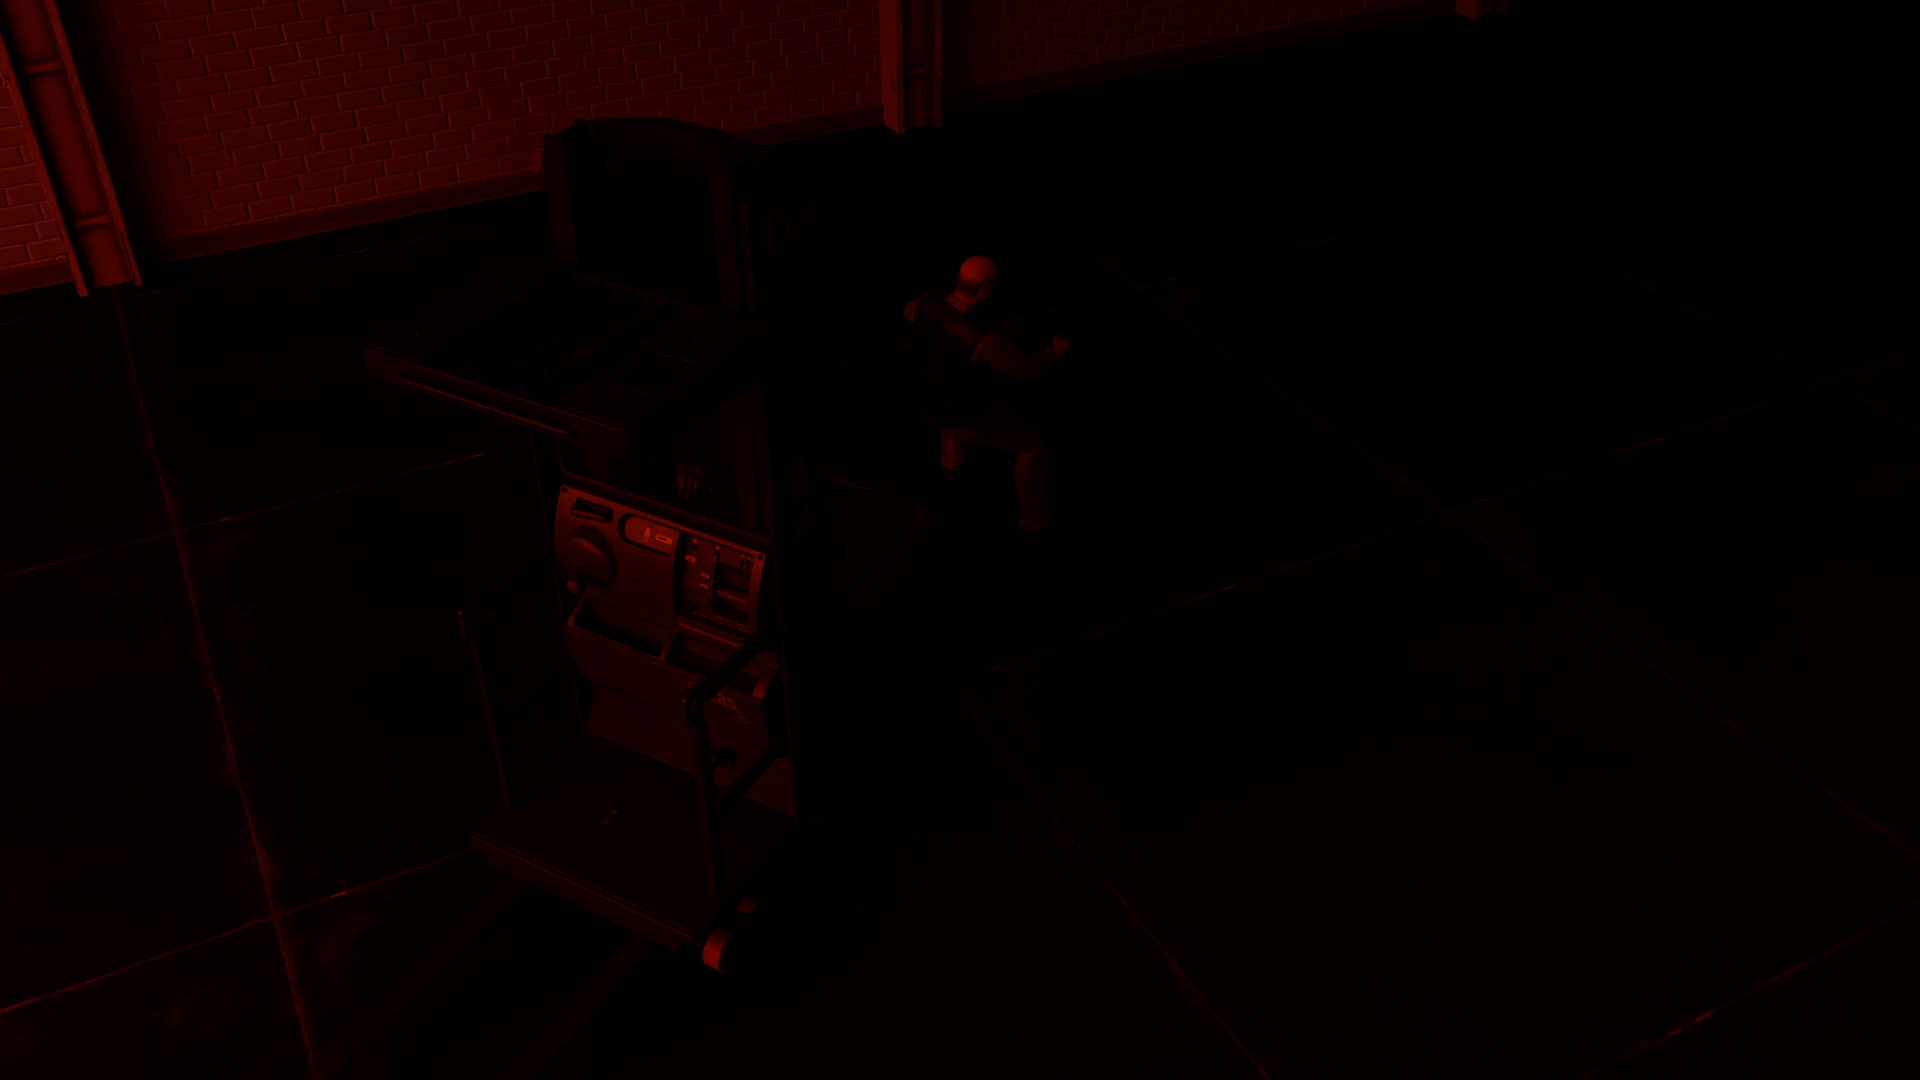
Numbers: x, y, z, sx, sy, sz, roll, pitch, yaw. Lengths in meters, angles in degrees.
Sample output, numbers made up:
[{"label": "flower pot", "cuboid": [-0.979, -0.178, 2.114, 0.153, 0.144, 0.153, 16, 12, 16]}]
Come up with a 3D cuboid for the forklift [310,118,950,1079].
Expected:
[{"label": "forklift", "cuboid": [-1.202, 0.143, 5.920, 1.130, 2.935, 3.031, 18, 39, 23]}]

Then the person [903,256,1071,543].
[{"label": "person", "cuboid": [0.120, -0.802, 8.482, 0.770, 1.522, 0.949, -29, 44, -34]}]
